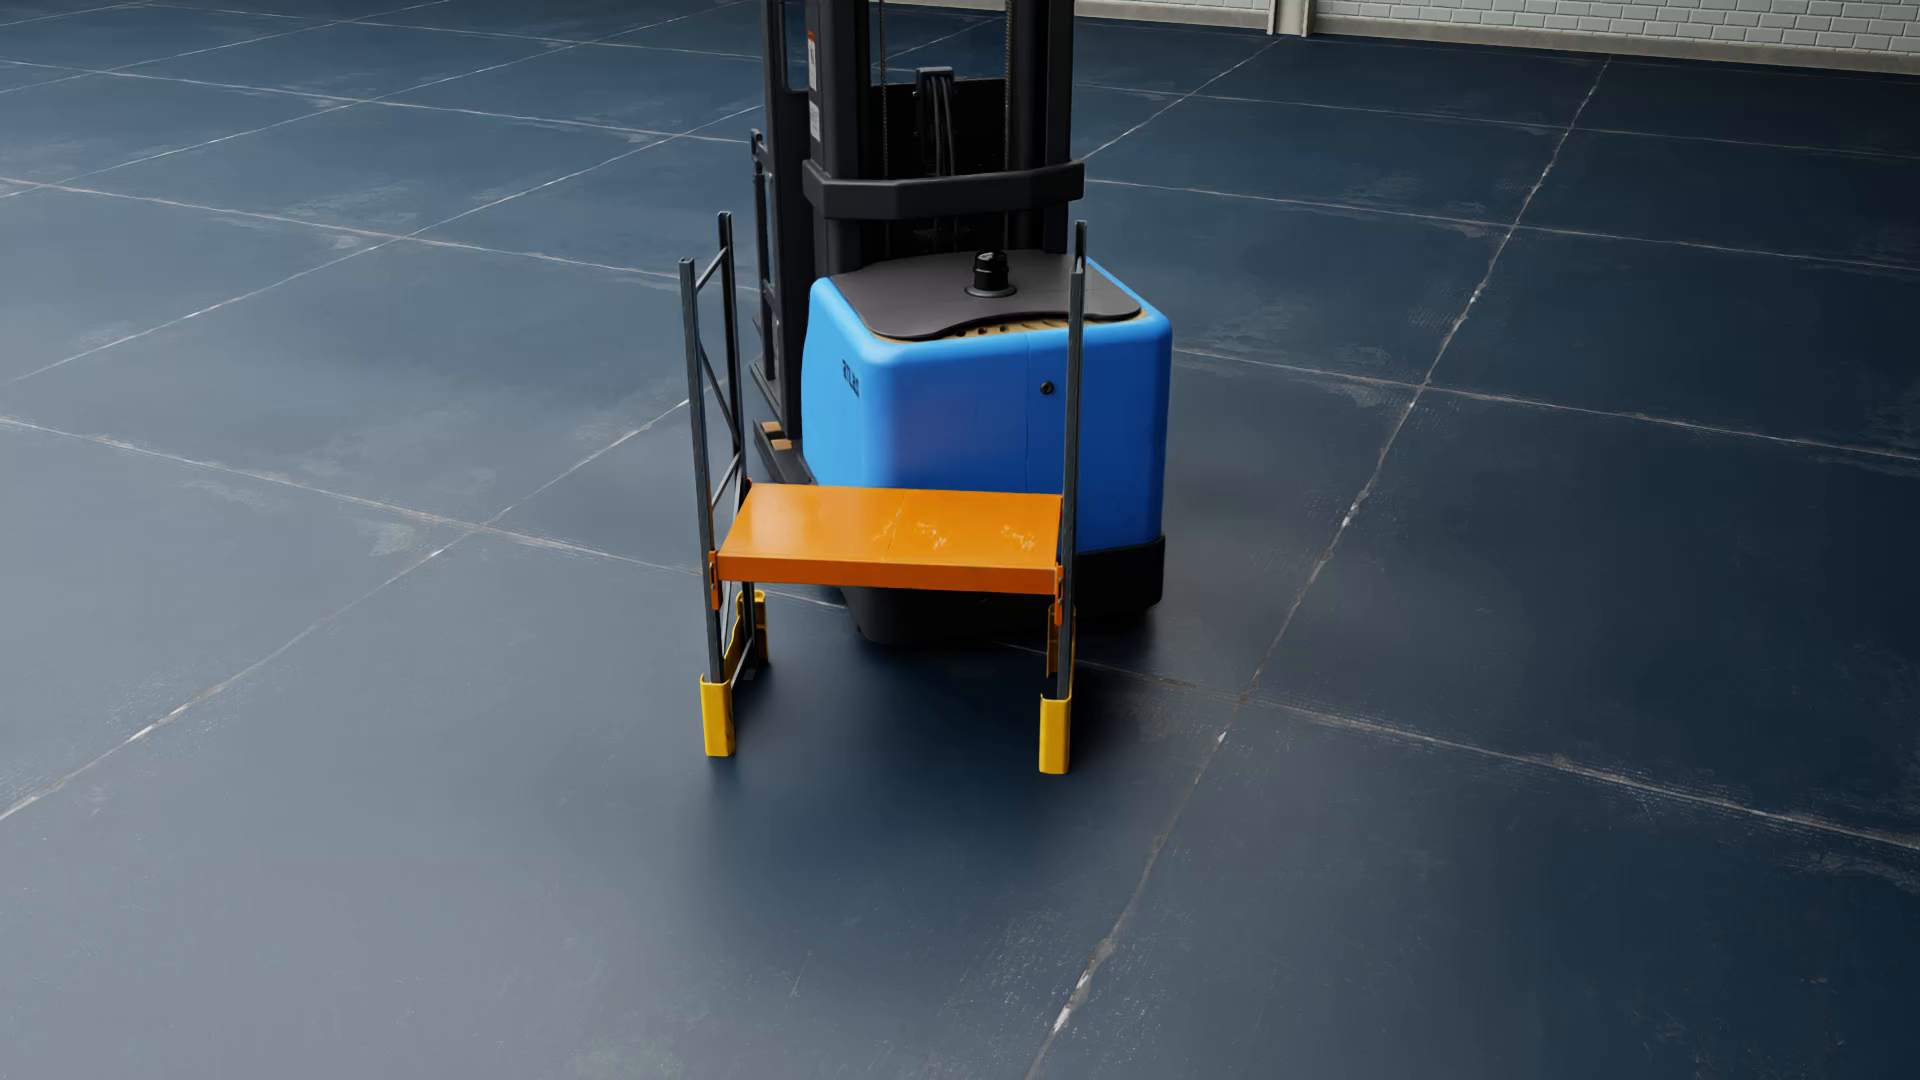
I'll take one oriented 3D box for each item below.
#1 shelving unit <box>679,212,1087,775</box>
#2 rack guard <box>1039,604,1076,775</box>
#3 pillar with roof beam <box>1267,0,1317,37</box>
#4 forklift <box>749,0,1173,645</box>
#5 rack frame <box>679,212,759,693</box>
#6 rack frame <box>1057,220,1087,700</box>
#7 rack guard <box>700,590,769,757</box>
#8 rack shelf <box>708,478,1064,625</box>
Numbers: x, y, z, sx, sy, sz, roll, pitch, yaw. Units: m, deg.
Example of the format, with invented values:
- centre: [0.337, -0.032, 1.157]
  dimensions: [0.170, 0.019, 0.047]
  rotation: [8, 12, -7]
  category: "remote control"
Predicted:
- centre: [-0.196, -0.137, 4.831]
  dimensions: [1.083, 1.500, 0.587]
  rotation: [2, 26, 5]
  category: "shelving unit"
- centre: [0.300, 0.444, 5.066]
  dimensions: [0.087, 0.250, 0.587]
  rotation: [2, 26, 5]
  category: "rack guard"
- centre: [1.481, -7.310, 10.910]
  dimensions: [0.400, 9.000, 9.100]
  rotation: [11, 28, 22]
  category: "pillar with roof beam"
- centre: [-0.225, -1.604, 6.189]
  dimensions: [1.130, 2.935, 3.031]
  rotation: [-8, 27, -15]
  category: "forklift"
- centre: [-0.693, -0.157, 4.872]
  dimensions: [0.032, 1.500, 0.500]
  rotation: [2, 26, 5]
  category: "rack frame"
- centre: [0.319, -0.116, 4.788]
  dimensions: [0.032, 1.500, 0.500]
  rotation: [2, 26, 5]
  category: "rack frame"
- centre: [-0.692, 0.403, 5.147]
  dimensions: [0.087, 0.250, 0.587]
  rotation: [2, 26, 5]
  category: "rack guard"
- centre: [-0.187, 0.025, 4.909]
  dimensions: [1.000, 0.185, 0.538]
  rotation: [2, 26, 5]
  category: "rack shelf"
